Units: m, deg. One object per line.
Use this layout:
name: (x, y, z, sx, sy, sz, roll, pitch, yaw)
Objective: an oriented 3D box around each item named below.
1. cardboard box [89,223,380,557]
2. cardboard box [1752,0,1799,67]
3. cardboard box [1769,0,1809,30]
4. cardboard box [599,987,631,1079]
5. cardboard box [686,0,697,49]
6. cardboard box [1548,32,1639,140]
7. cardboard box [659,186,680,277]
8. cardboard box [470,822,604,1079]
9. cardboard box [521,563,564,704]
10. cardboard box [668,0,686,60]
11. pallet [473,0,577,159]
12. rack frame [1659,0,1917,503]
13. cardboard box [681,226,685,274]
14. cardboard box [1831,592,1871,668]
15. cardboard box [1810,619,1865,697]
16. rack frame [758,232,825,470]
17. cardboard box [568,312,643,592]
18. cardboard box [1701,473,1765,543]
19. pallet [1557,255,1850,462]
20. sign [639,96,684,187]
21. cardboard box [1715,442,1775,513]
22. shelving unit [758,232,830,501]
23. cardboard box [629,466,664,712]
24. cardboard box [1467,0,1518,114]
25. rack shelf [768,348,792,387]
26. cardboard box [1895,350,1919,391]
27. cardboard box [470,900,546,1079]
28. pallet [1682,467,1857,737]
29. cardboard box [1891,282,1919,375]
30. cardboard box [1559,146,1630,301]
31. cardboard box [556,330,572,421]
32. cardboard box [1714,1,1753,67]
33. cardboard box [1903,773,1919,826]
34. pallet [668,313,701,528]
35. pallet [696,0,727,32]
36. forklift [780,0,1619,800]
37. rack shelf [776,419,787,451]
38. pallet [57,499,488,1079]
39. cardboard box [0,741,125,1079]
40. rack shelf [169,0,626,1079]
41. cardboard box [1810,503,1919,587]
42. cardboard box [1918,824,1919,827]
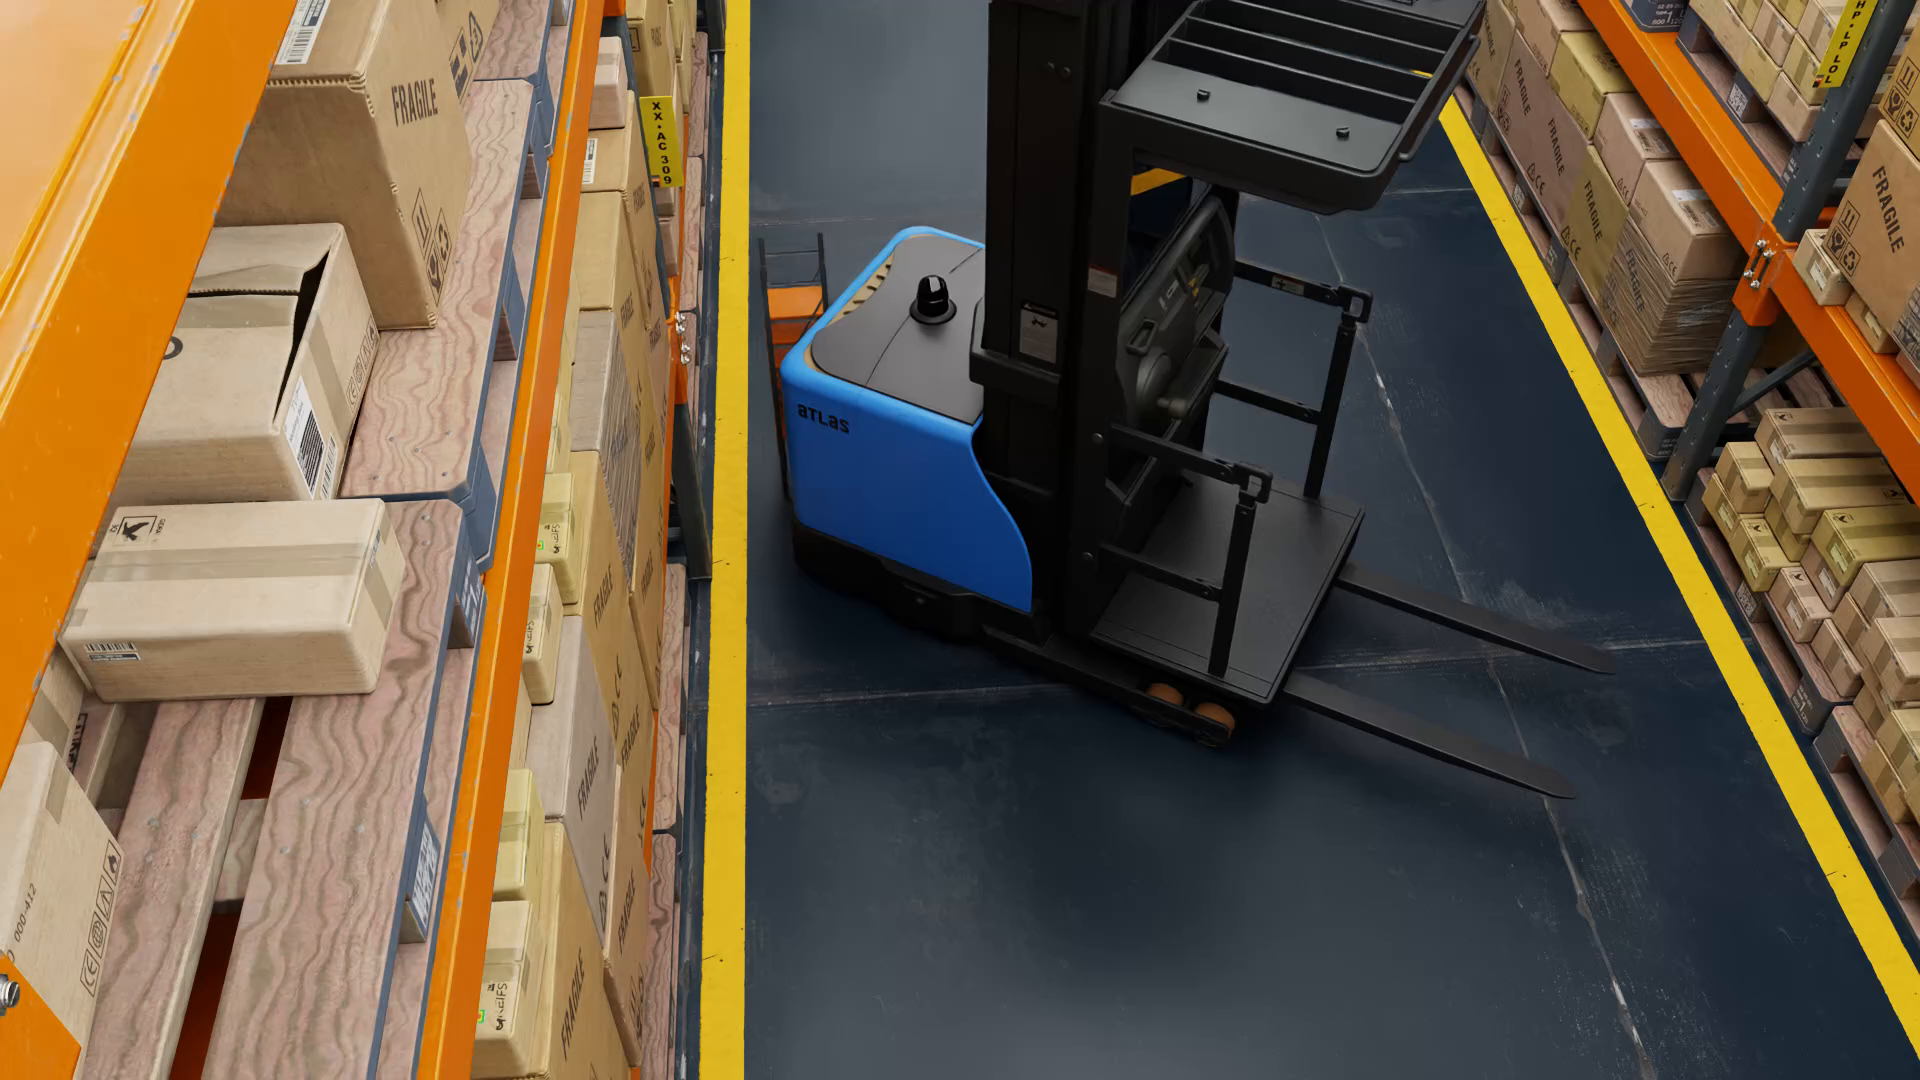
cardboard box: (-1.227, -0.258, 2.565, 0.500, 0.311, 0.500, -3, 47, -3)
cardboard box: (3.184, -1.887, 6.150, 0.380, 0.149, 0.250, -3, 47, -3)
cardboard box: (3.186, -1.995, 6.048, 0.380, 0.149, 0.250, -5, 47, -4)
cardboard box: (-0.976, 1.245, 3.436, 0.500, 0.500, 0.500, -4, 47, -4)
cardboard box: (-1.365, -2.277, 6.944, 0.500, 0.250, 0.500, -4, 47, -4)
cardboard box: (3.035, -2.080, 7.570, 0.500, 0.250, 0.500, -5, 47, -5)
cardboard box: (-1.260, -1.169, 5.894, 0.500, 0.250, 0.500, -4, 47, -4)
cardboard box: (-0.958, 0.892, 3.082, 0.500, 0.500, 0.500, -5, 47, -4)
cardboard box: (-1.000, 0.194, 3.296, 0.380, 0.149, 0.250, -3, 47, -3)
cardboard box: (-1.330, -2.084, 6.417, 0.500, 0.250, 0.500, -3, 47, -3)
pallet: (-1.429, -1.294, 3.905, 1.003, 0.211, 1.213, -3, 47, -3)
rack frame: (3.438, -1.260, 5.877, 1.000, 3.000, 0.127, -3, 47, -3)
cardboard box: (-1.702, -1.397, 7.181, 0.875, 0.875, 0.875, -2, 47, -2)
cardboard box: (3.336, 0.303, 5.867, 0.380, 0.149, 0.250, -6, 47, -5)
cardboard box: (3.314, 0.409, 5.971, 0.380, 0.149, 0.250, -4, 47, -4)
rack frame: (-0.630, -0.719, 6.605, 0.240, 1.200, 0.006, -5, 47, -4)
cardboard box: (-1.086, -0.204, 4.120, 0.500, 0.500, 0.500, -3, 47, -3)
cardboard box: (3.148, -0.141, 6.492, 0.380, 0.149, 0.250, -5, 47, -5)
pallet: (3.371, -0.864, 7.423, 1.003, 0.211, 1.213, -3, 47, -3)
sign: (-0.934, -1.246, 5.213, 0.100, 0.325, 0.005, -3, 47, -3)
cardboard box: (3.149, -0.245, 6.385, 0.380, 0.149, 0.250, -2, 47, -1)
shelving unit: (-0.620, -0.653, 6.542, 0.258, 1.200, 0.189, -5, 47, -4)
cardboard box: (-1.088, 0.135, 4.488, 0.500, 0.500, 0.500, -4, 47, -4)
cardboard box: (2.953, -2.548, 8.530, 0.500, 0.500, 0.500, -3, 47, -3)
rack shelf: (-0.620, -0.705, 6.488, 0.258, 0.103, 0.180, -5, 47, -4)
cardboard box: (3.305, -0.577, 5.403, 0.380, 0.149, 0.250, -5, 47, -5)
cardboard box: (-0.906, 0.753, 2.767, 0.380, 0.149, 0.250, -2, 47, -2)
pallet: (3.529, 0.183, 6.432, 1.003, 0.211, 1.213, -3, 47, -3)
cardboard box: (3.276, -0.665, 5.040, 0.500, 0.500, 0.500, -3, 47, -3)
cardboard box: (3.082, -1.436, 7.477, 0.500, 0.500, 0.500, -4, 47, -4)
cardboard box: (-1.100, -0.355, 3.816, 0.380, 0.149, 0.250, -4, 47, -4)
cardboard box: (3.166, -1.962, 6.426, 0.380, 0.149, 0.250, -4, 47, -3)
cardboard box: (3.289, 0.869, 5.330, 0.380, 0.149, 0.250, -3, 47, -3)
pallet: (-1.626, -0.481, 7.060, 1.003, 0.211, 1.213, -3, 47, -3)
pallet: (-1.885, -3.387, 9.812, 1.003, 0.211, 1.213, -3, 47, -3)
forklift: (0.891, -0.703, 5.397, 3.031, 2.935, 1.130, 21, 50, 19)
rack shelf: (-0.620, -0.458, 6.749, 0.258, 0.103, 0.180, -5, 47, -4)
pallet: (-1.224, 0.471, 2.233, 1.003, 0.211, 1.213, -3, 47, -3)
cardboard box: (-1.279, 0.529, 1.862, 0.500, 0.250, 0.500, -7, 47, -7)
rack shelf: (-1.319, -0.223, 3.325, 1.077, 0.370, 4.000, -3, 47, -3)
cardboard box: (3.294, 0.016, 5.933, 0.380, 0.149, 0.250, -4, 47, -4)
cardboard box: (3.395, 0.981, 5.430, 0.380, 0.149, 0.250, -2, 47, -2)
